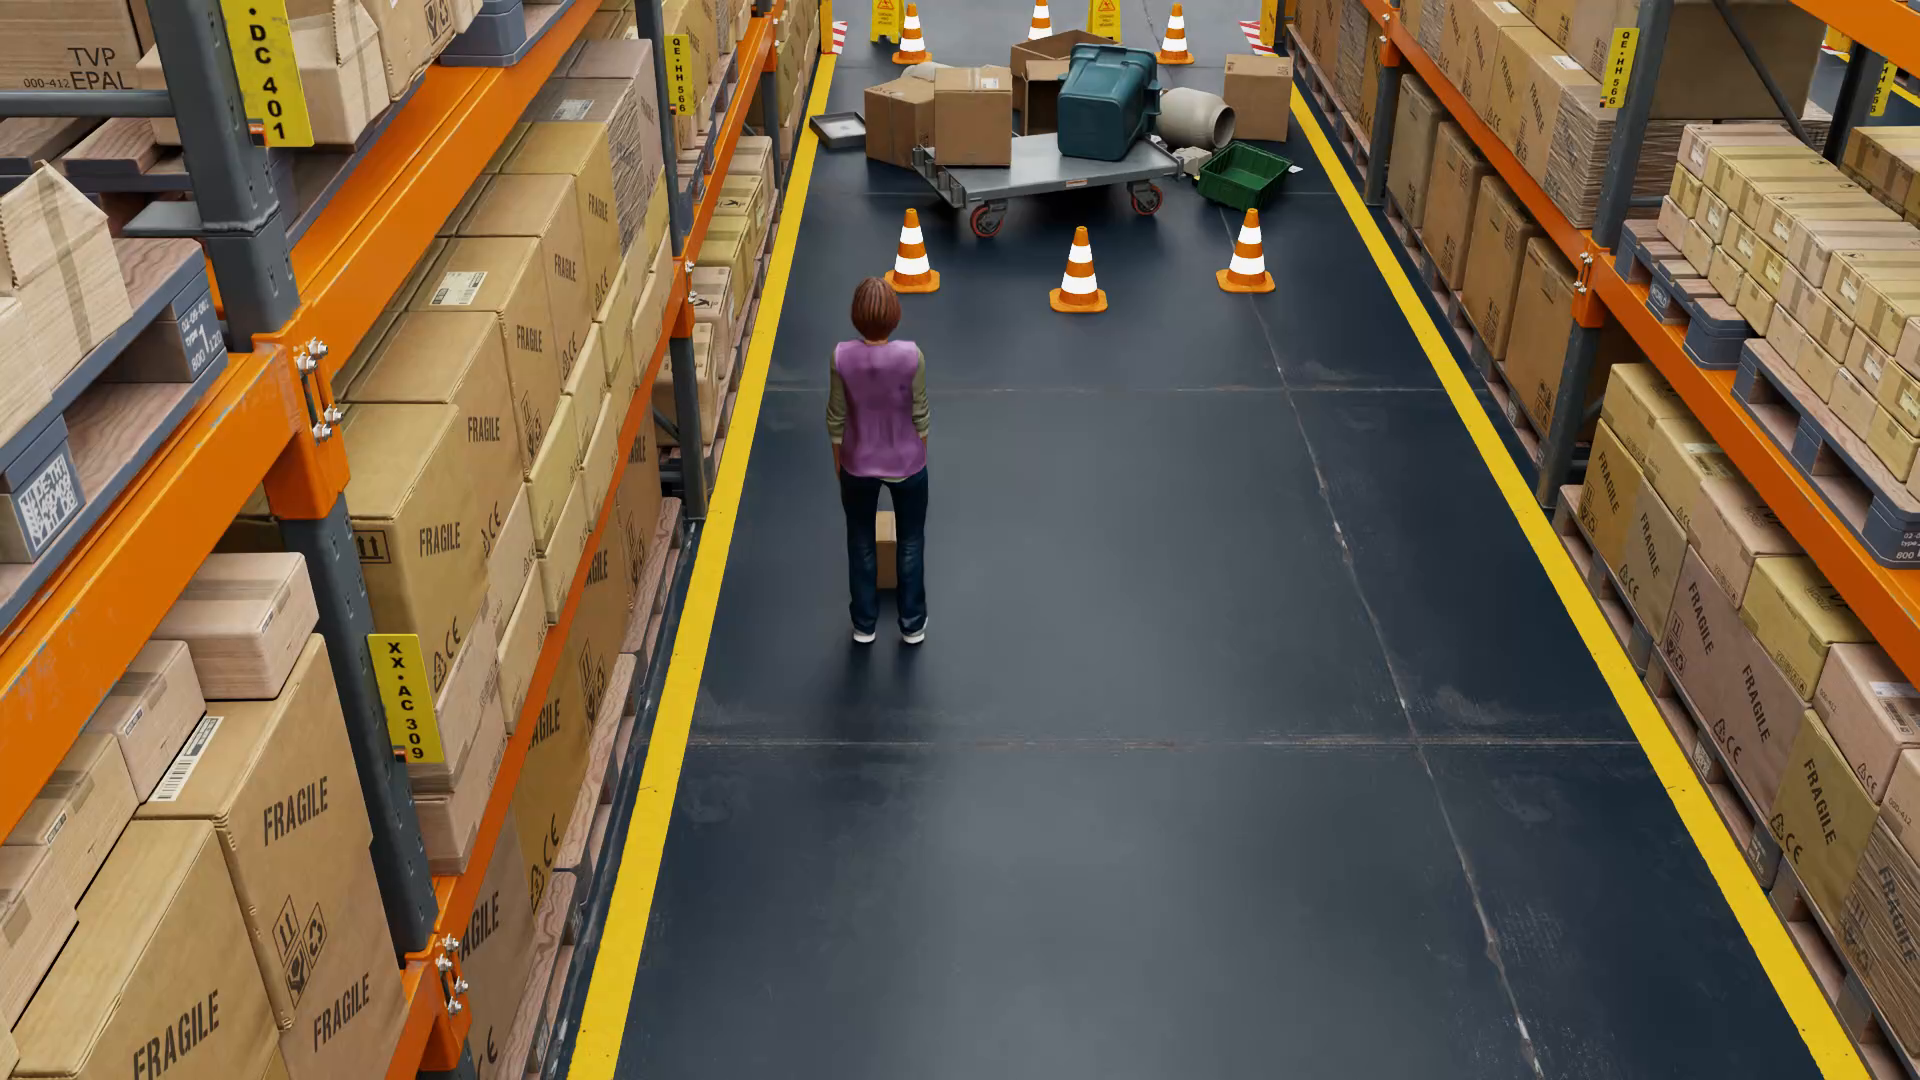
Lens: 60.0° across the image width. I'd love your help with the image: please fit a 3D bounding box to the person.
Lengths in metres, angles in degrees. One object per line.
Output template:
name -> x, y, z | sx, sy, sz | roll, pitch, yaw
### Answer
person -> -0.322, -0.290, 6.626 | 0.409, 1.596, 0.301 | 1, 32, 1
